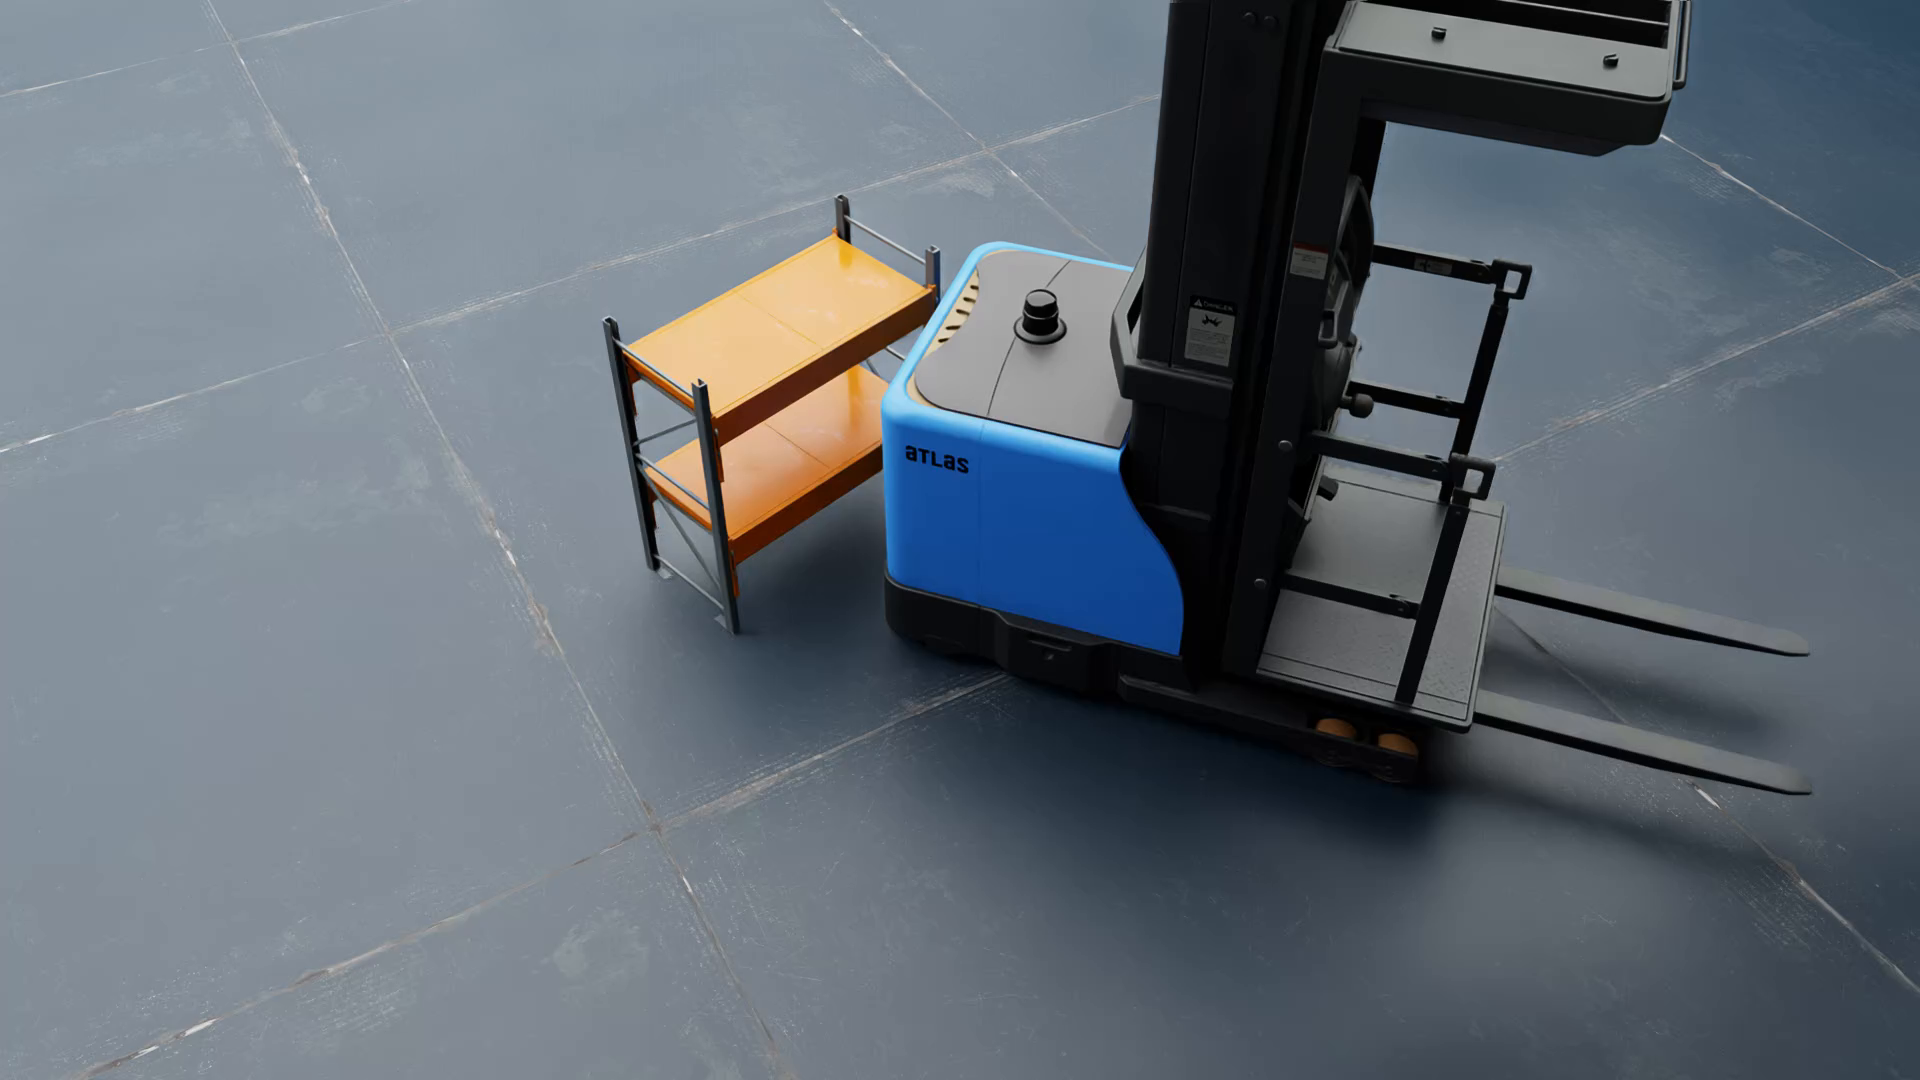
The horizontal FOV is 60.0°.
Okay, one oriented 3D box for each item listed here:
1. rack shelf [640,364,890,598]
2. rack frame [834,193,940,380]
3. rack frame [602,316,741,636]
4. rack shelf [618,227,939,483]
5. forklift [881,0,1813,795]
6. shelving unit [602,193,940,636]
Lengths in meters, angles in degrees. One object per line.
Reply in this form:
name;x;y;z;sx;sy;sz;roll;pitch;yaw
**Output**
rack shelf;-0.613;-0.271;6.072;0.538;0.278;1.000;34;54;30
rack frame;-0.256;-0.699;6.162;0.500;1.125;0.032;34;54;30
rack frame;-0.969;-0.194;5.642;0.500;1.125;0.032;34;54;30
rack shelf;-0.613;-0.656;5.698;0.538;0.278;1.000;34;54;30
forklift;1.310;-0.681;4.847;3.031;2.935;1.130;14;46;14
shelving unit;-0.613;-0.446;5.902;0.538;1.125;1.048;34;54;30
